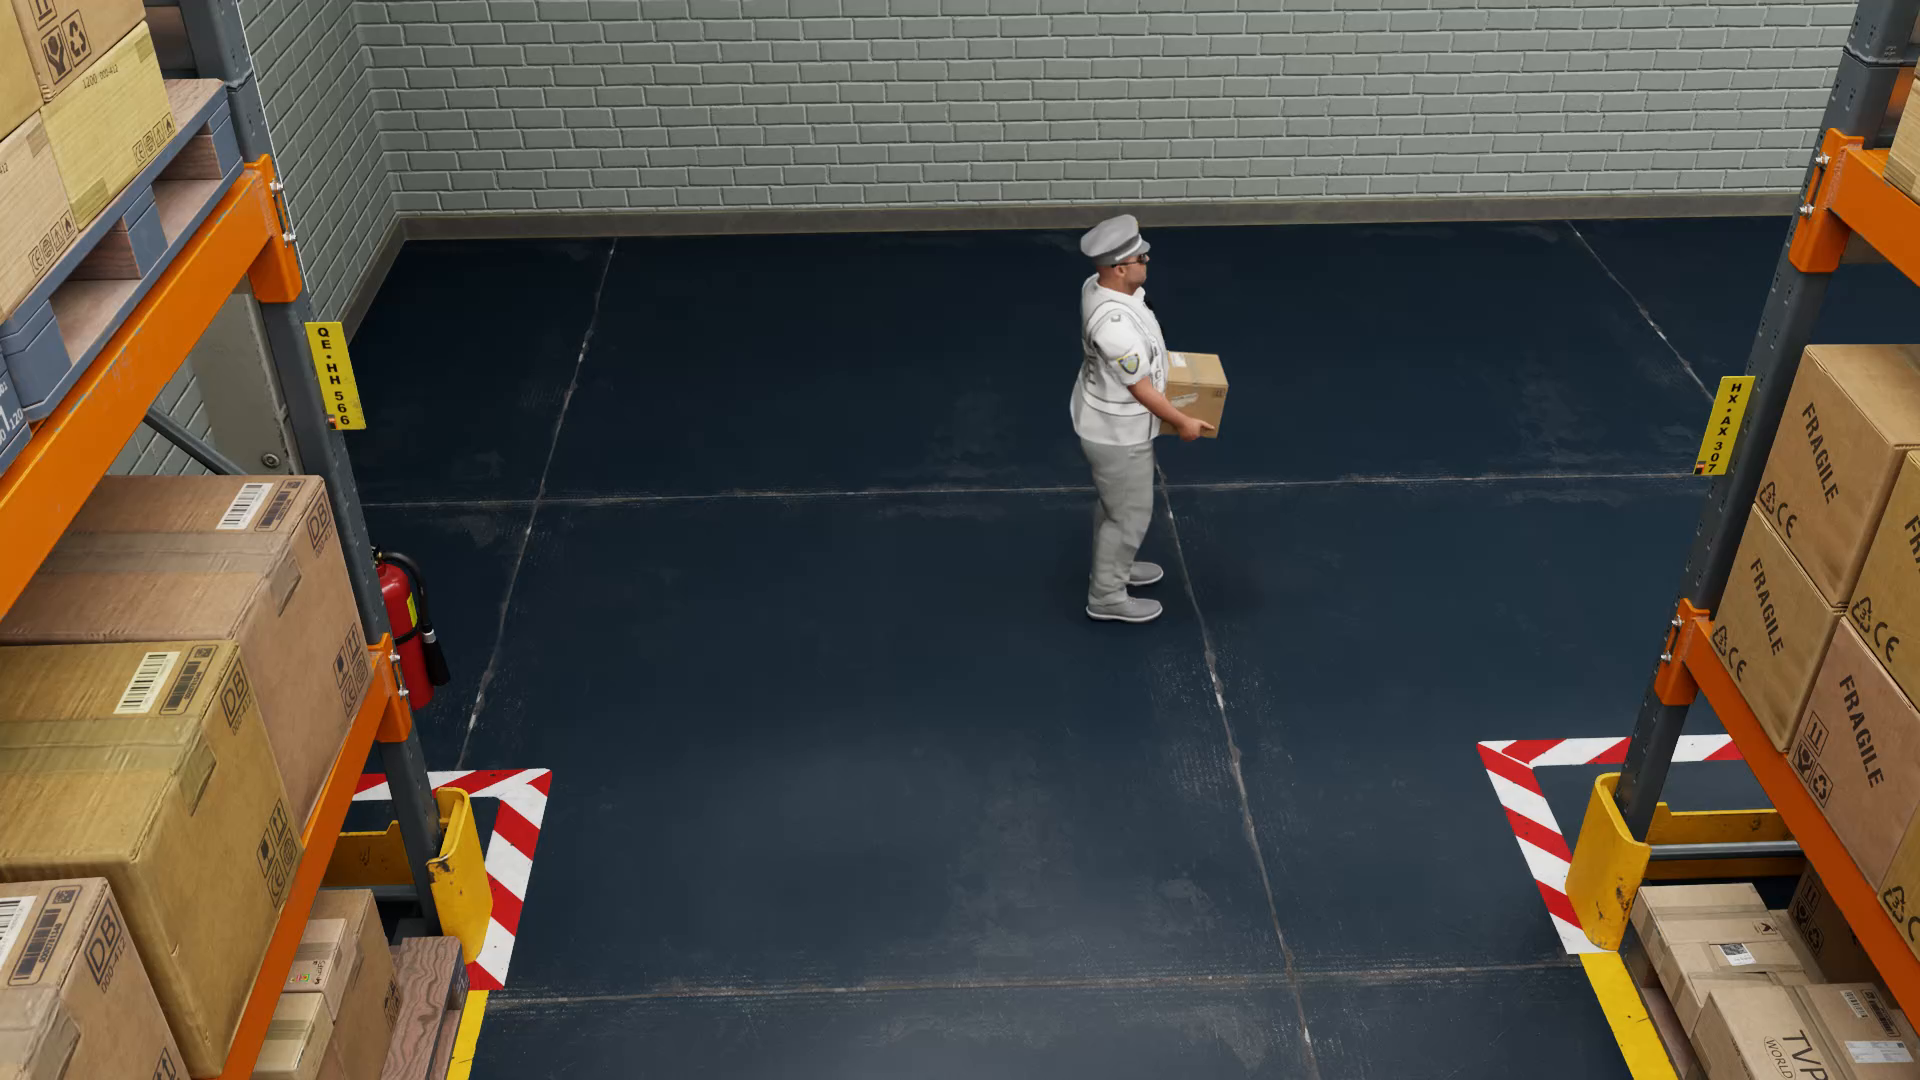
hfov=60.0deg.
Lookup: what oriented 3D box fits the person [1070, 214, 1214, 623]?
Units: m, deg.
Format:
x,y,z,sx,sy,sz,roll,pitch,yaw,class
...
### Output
x,y,z,sx,sy,sz,roll,pitch,yaw,class
0.735,-0.494,6.823,0.562,1.772,0.504,-2,35,-2,person
